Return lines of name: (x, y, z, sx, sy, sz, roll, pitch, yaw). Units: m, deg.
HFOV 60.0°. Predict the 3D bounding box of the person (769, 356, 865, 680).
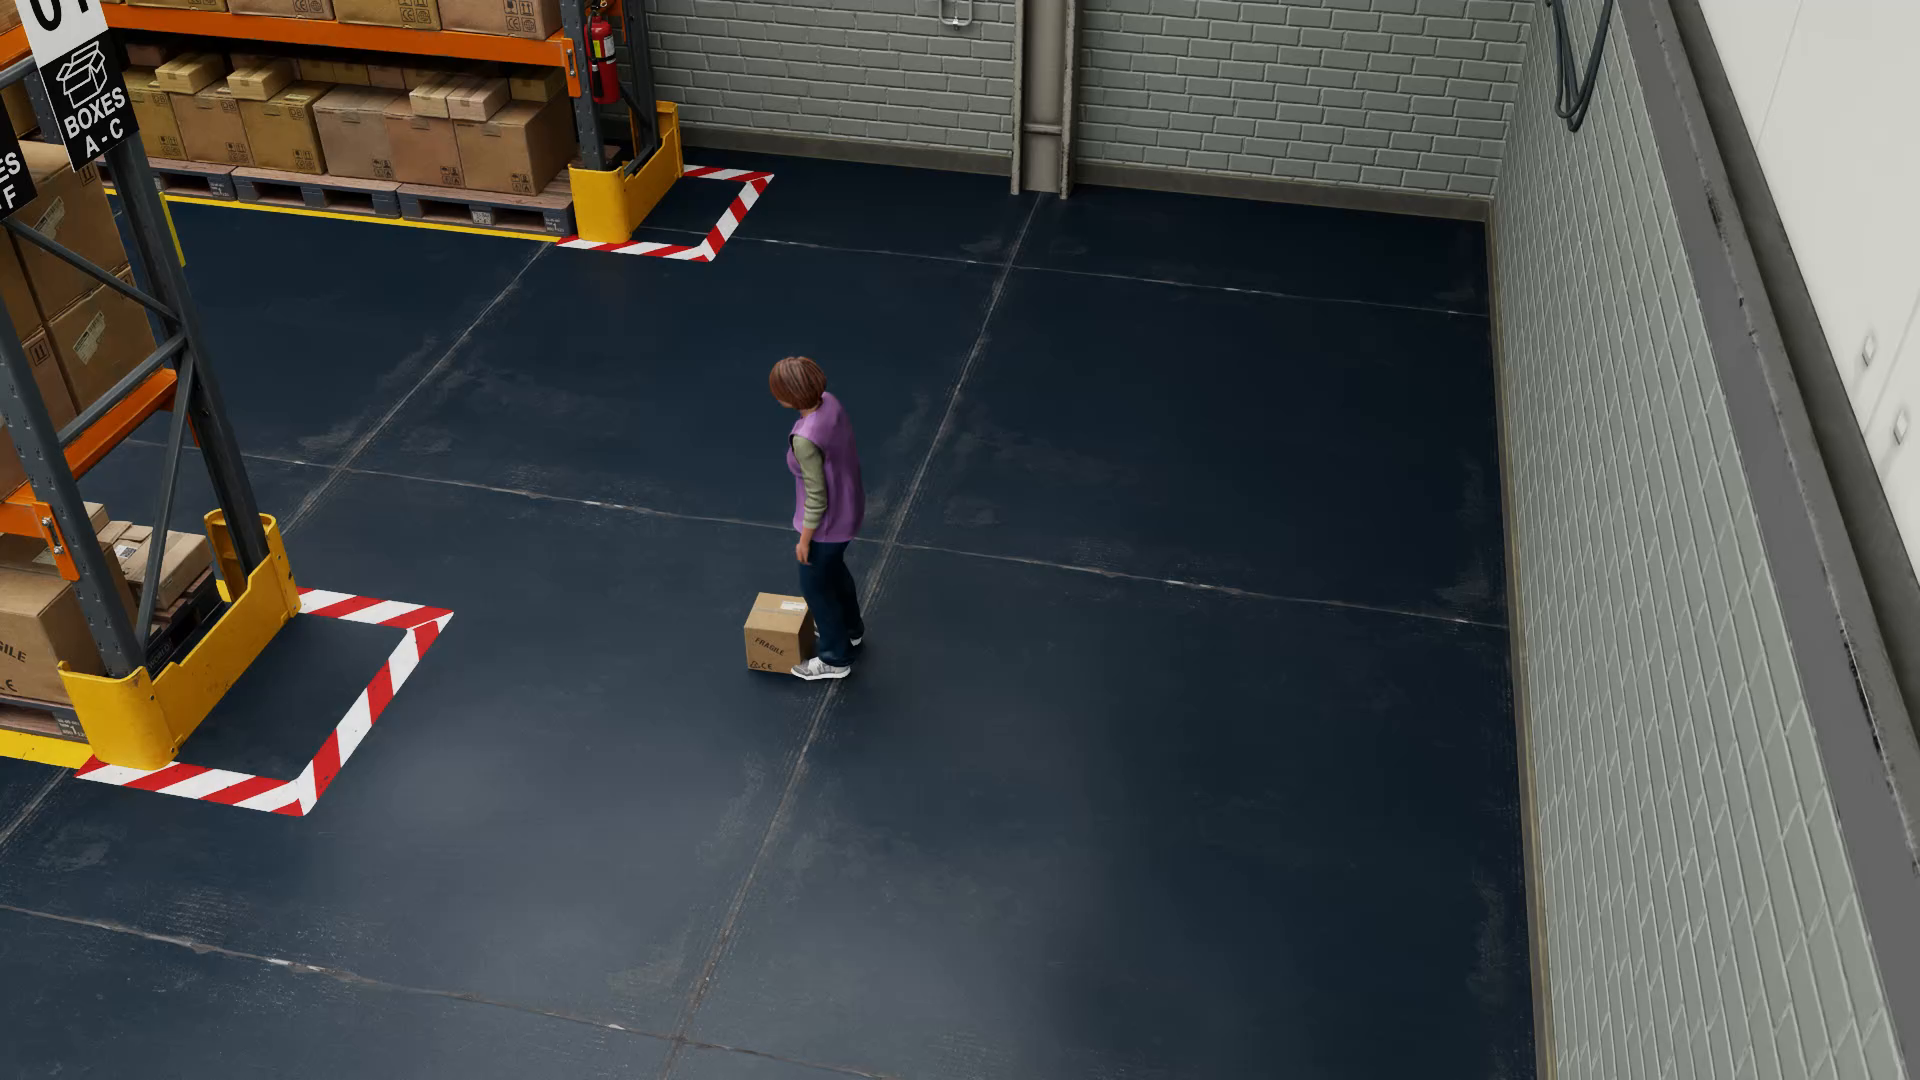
person: (-0.584, -0.087, 7.086, 0.350, 1.593, 0.468, 7, 38, 9)
